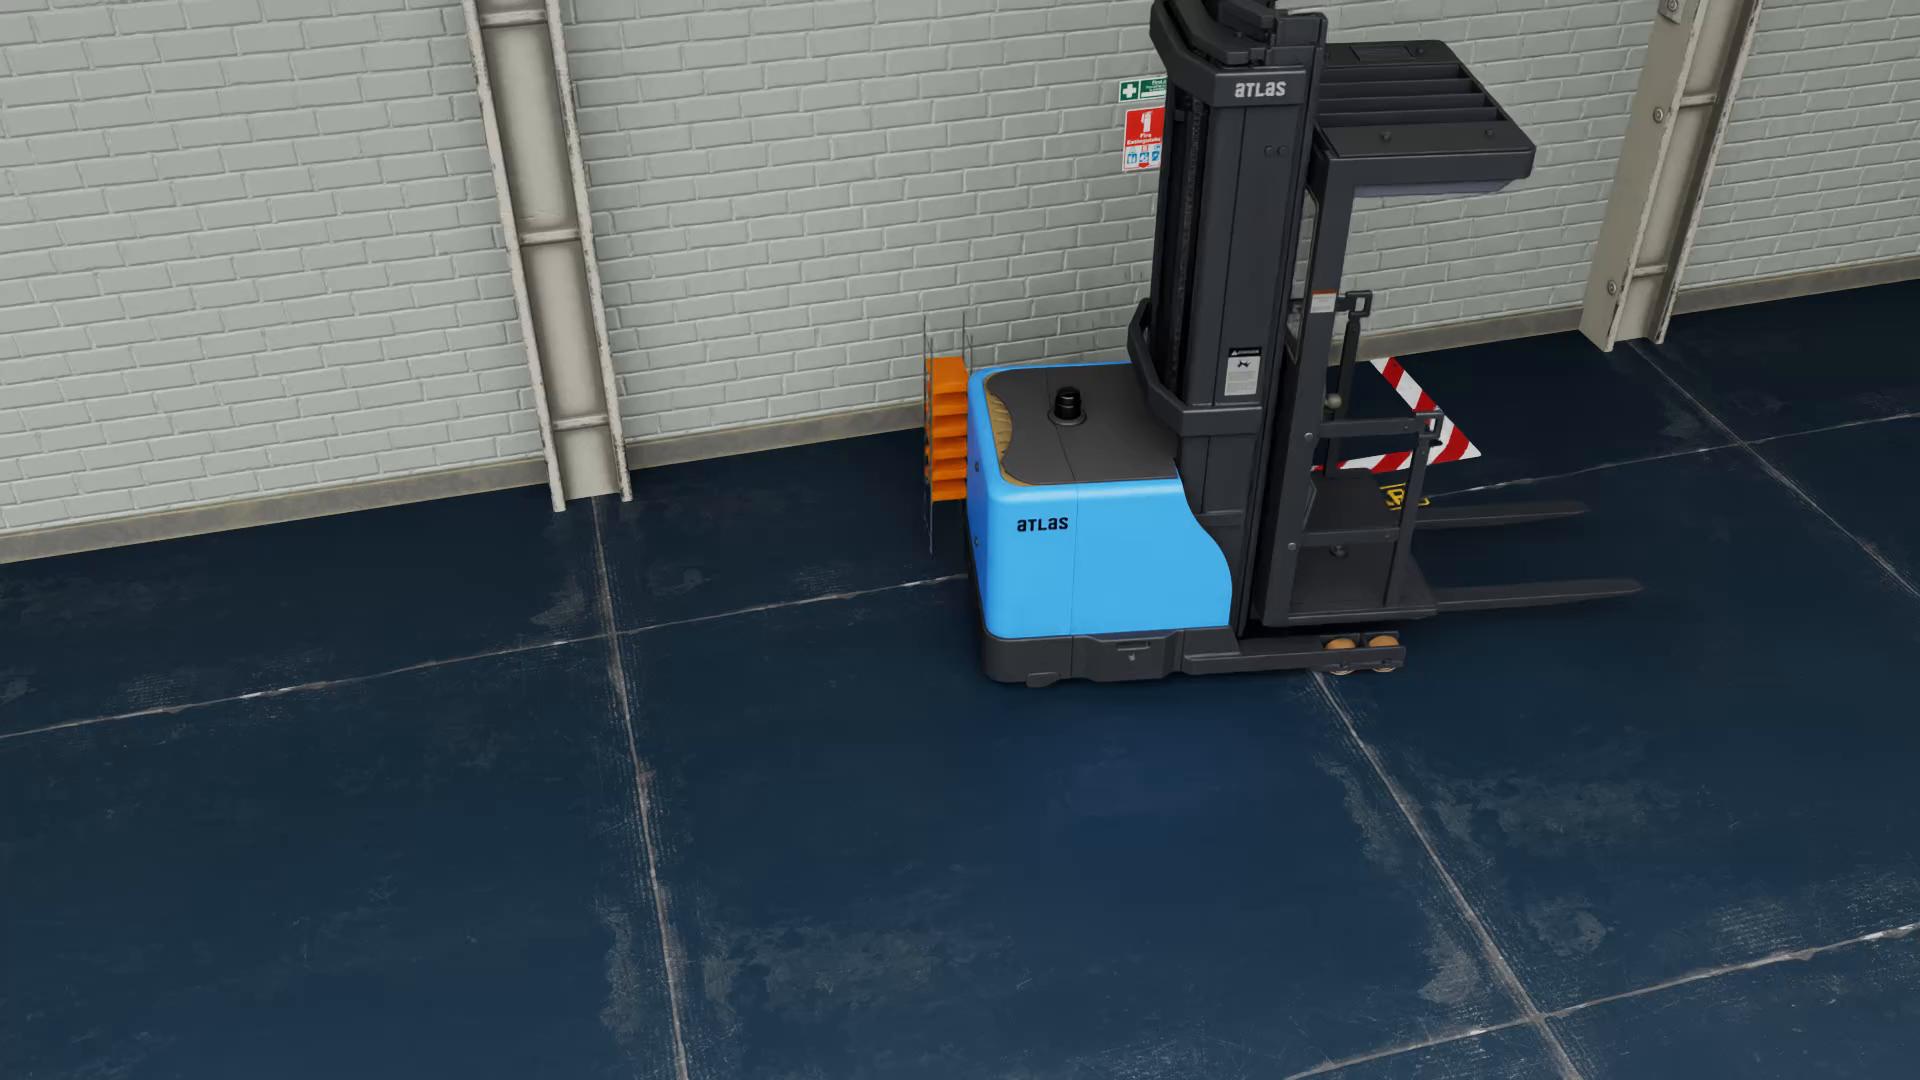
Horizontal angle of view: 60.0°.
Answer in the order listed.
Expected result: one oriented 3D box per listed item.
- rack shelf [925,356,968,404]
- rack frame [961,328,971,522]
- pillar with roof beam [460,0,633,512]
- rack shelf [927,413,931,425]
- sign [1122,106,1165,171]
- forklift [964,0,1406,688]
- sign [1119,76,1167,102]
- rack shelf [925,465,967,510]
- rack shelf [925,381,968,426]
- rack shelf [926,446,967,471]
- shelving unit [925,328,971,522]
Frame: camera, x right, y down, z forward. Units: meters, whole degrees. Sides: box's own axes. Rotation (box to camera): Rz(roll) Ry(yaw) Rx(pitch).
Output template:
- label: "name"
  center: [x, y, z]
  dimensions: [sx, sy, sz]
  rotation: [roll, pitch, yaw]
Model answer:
- label: "rack shelf"
  center: [-0.058, -0.746, 7.692]
  dimensions: [0.180, 0.103, 0.258]
  rotation: [-5, 37, -8]
- label: "rack frame"
  center: [0.028, -0.500, 7.893]
  dimensions: [0.002, 1.046, 0.228]
  rotation: [-5, 37, -8]
- label: "pillar with roof beam"
  center: [-0.779, -1.312, 2.538]
  dimensions: [0.400, 9.000, 9.100]
  rotation: [-9, 38, -12]
- label: "rack shelf"
  center: [-0.061, -0.569, 7.823]
  dimensions: [0.166, 0.020, 0.199]
  rotation: [-5, 37, -8]
- label: "sign"
  center: [10.264, 0.045, 5.621]
  dimensions: [16.451, 0.391, 11.513]
  rotation: [-9, 38, -12]
- label: "forklift"
  center: [1.569, -0.879, 6.967]
  dimensions: [3.031, 2.935, 1.130]
  rotation: [-3, 38, -4]
- label: "sign"
  center: [0.942, -2.229, 8.208]
  dimensions: [0.331, 0.109, 0.001]
  rotation: [-9, 38, -12]
- label: "rack shelf"
  center: [-0.066, -0.264, 8.050]
  dimensions: [0.180, 0.103, 0.258]
  rotation: [-5, 37, -8]
- label: "rack shelf"
  center: [-0.059, -0.649, 7.764]
  dimensions: [0.180, 0.103, 0.258]
  rotation: [-5, 37, -8]
- label: "rack shelf"
  center: [-0.064, -0.382, 7.962]
  dimensions: [0.171, 0.034, 0.221]
  rotation: [-5, 37, -8]
- label: "shelving unit"
  center: [-0.061, -0.492, 7.880]
  dimensions: [0.183, 1.046, 0.258]
  rotation: [-5, 37, -8]
